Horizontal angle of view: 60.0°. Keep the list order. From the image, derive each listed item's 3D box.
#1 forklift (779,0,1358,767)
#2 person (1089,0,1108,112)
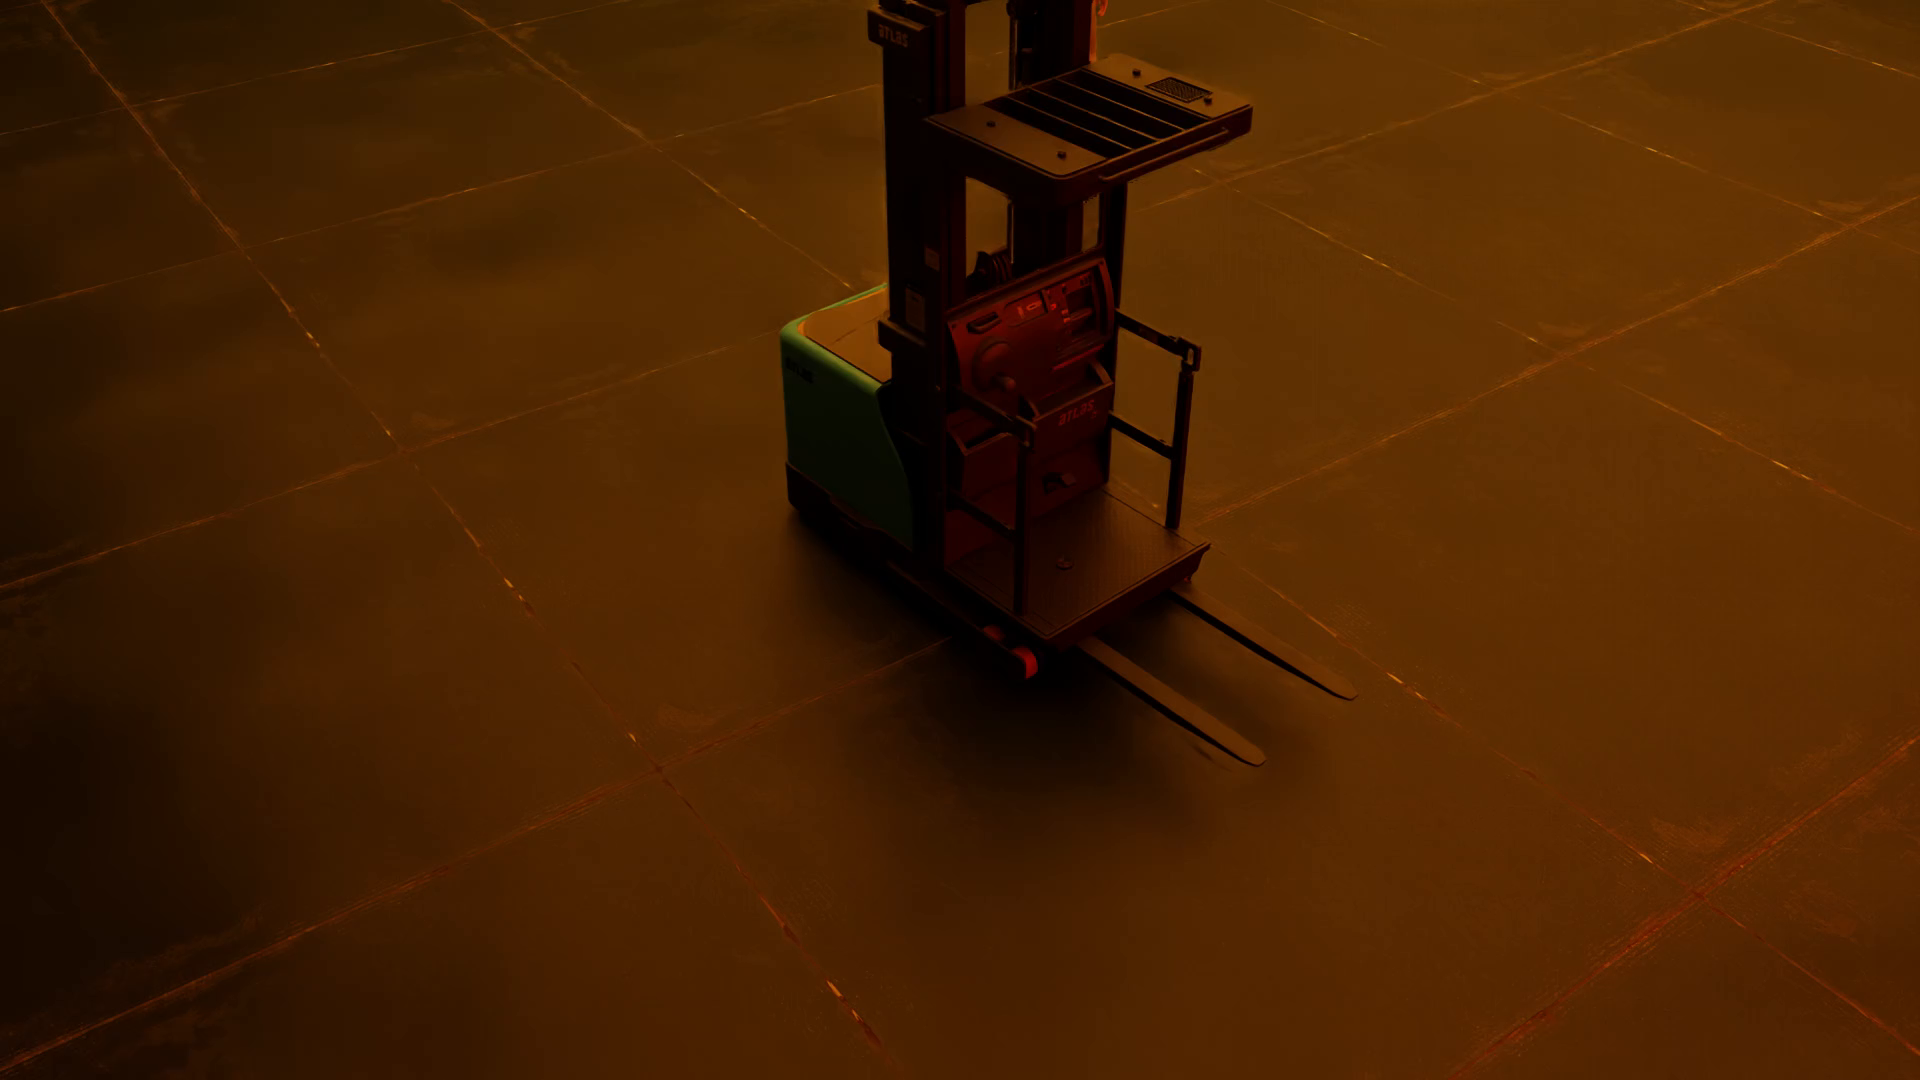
[{"bbox_3d":[0.462,-0.881,7.136,1.130,2.935,3.031,-28,45,-32],"label":"forklift"},{"bbox_3d":[0.785,-3.979,12.325,0.639,1.727,0.551,-9,37,-11],"label":"person"}]
